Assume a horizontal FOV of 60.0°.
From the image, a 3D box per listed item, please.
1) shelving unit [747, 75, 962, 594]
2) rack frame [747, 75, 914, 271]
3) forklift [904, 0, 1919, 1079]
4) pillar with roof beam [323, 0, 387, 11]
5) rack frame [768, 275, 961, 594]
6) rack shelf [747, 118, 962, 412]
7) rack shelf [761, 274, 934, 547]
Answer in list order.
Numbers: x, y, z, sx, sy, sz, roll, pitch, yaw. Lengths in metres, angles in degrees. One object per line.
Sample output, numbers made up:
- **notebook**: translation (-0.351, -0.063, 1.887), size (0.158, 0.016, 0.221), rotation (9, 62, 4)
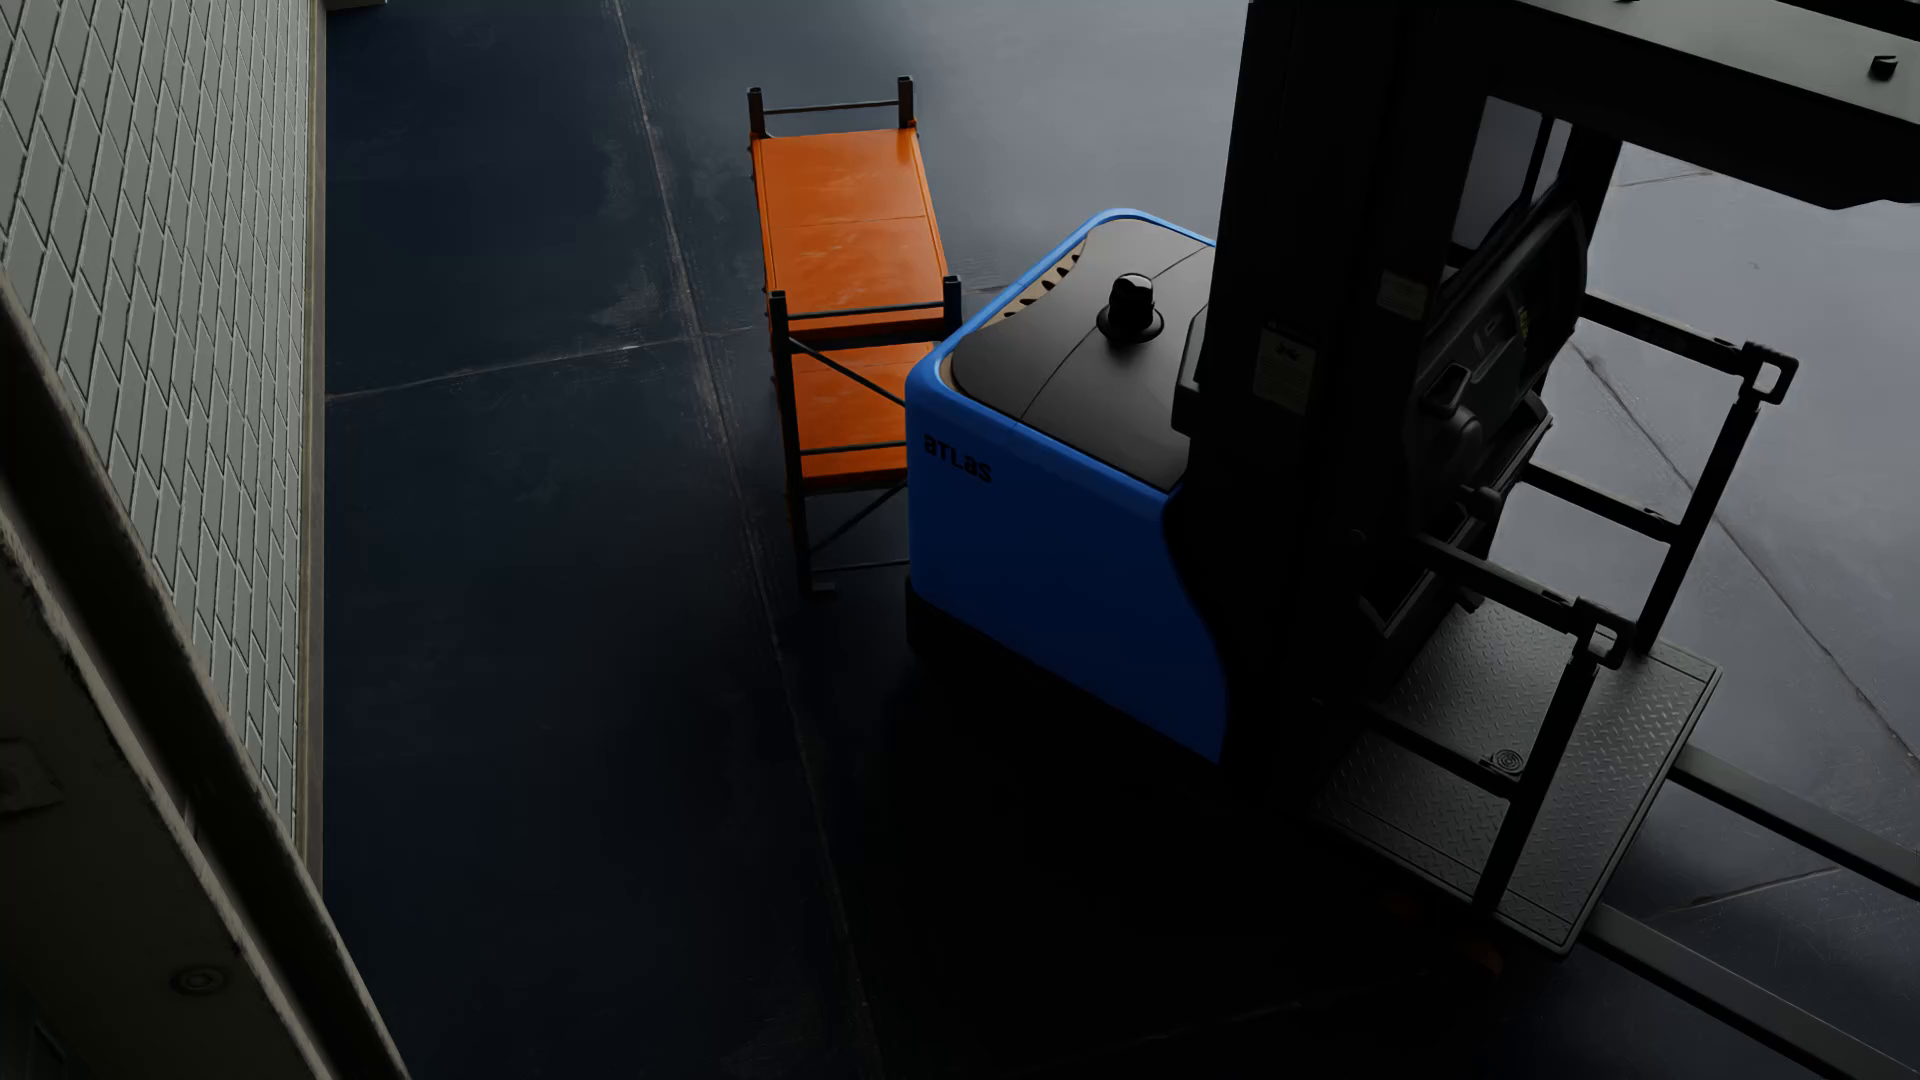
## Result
- **shelving unit**: translation (-0.320, -0.624, 5.074), size (0.538, 1.125, 1.048), rotation (-6, 46, -6)
- **rack frame**: translation (-0.393, -0.984, 5.426), size (0.500, 1.125, 0.032), rotation (-6, 46, -6)
- **forklift**: translation (1.329, -0.331, 3.522), size (3.031, 2.935, 1.130), rotation (28, 52, 25)
- **pillar with roof beam**: translation (1.314, -6.524, 5.343), size (9.100, 9.000, 0.400), rotation (-11, 47, -10)
- **rack frame**: translation (-0.247, -0.265, 4.722), size (0.500, 1.125, 0.032), rotation (-6, 46, -6)
- **rack shelf**: translation (-0.320, -0.829, 4.865), size (0.538, 0.278, 1.000), rotation (-6, 46, -6)
- **rack shelf**: translation (-0.320, -0.453, 5.249), size (0.538, 0.278, 1.000), rotation (-6, 46, -6)
